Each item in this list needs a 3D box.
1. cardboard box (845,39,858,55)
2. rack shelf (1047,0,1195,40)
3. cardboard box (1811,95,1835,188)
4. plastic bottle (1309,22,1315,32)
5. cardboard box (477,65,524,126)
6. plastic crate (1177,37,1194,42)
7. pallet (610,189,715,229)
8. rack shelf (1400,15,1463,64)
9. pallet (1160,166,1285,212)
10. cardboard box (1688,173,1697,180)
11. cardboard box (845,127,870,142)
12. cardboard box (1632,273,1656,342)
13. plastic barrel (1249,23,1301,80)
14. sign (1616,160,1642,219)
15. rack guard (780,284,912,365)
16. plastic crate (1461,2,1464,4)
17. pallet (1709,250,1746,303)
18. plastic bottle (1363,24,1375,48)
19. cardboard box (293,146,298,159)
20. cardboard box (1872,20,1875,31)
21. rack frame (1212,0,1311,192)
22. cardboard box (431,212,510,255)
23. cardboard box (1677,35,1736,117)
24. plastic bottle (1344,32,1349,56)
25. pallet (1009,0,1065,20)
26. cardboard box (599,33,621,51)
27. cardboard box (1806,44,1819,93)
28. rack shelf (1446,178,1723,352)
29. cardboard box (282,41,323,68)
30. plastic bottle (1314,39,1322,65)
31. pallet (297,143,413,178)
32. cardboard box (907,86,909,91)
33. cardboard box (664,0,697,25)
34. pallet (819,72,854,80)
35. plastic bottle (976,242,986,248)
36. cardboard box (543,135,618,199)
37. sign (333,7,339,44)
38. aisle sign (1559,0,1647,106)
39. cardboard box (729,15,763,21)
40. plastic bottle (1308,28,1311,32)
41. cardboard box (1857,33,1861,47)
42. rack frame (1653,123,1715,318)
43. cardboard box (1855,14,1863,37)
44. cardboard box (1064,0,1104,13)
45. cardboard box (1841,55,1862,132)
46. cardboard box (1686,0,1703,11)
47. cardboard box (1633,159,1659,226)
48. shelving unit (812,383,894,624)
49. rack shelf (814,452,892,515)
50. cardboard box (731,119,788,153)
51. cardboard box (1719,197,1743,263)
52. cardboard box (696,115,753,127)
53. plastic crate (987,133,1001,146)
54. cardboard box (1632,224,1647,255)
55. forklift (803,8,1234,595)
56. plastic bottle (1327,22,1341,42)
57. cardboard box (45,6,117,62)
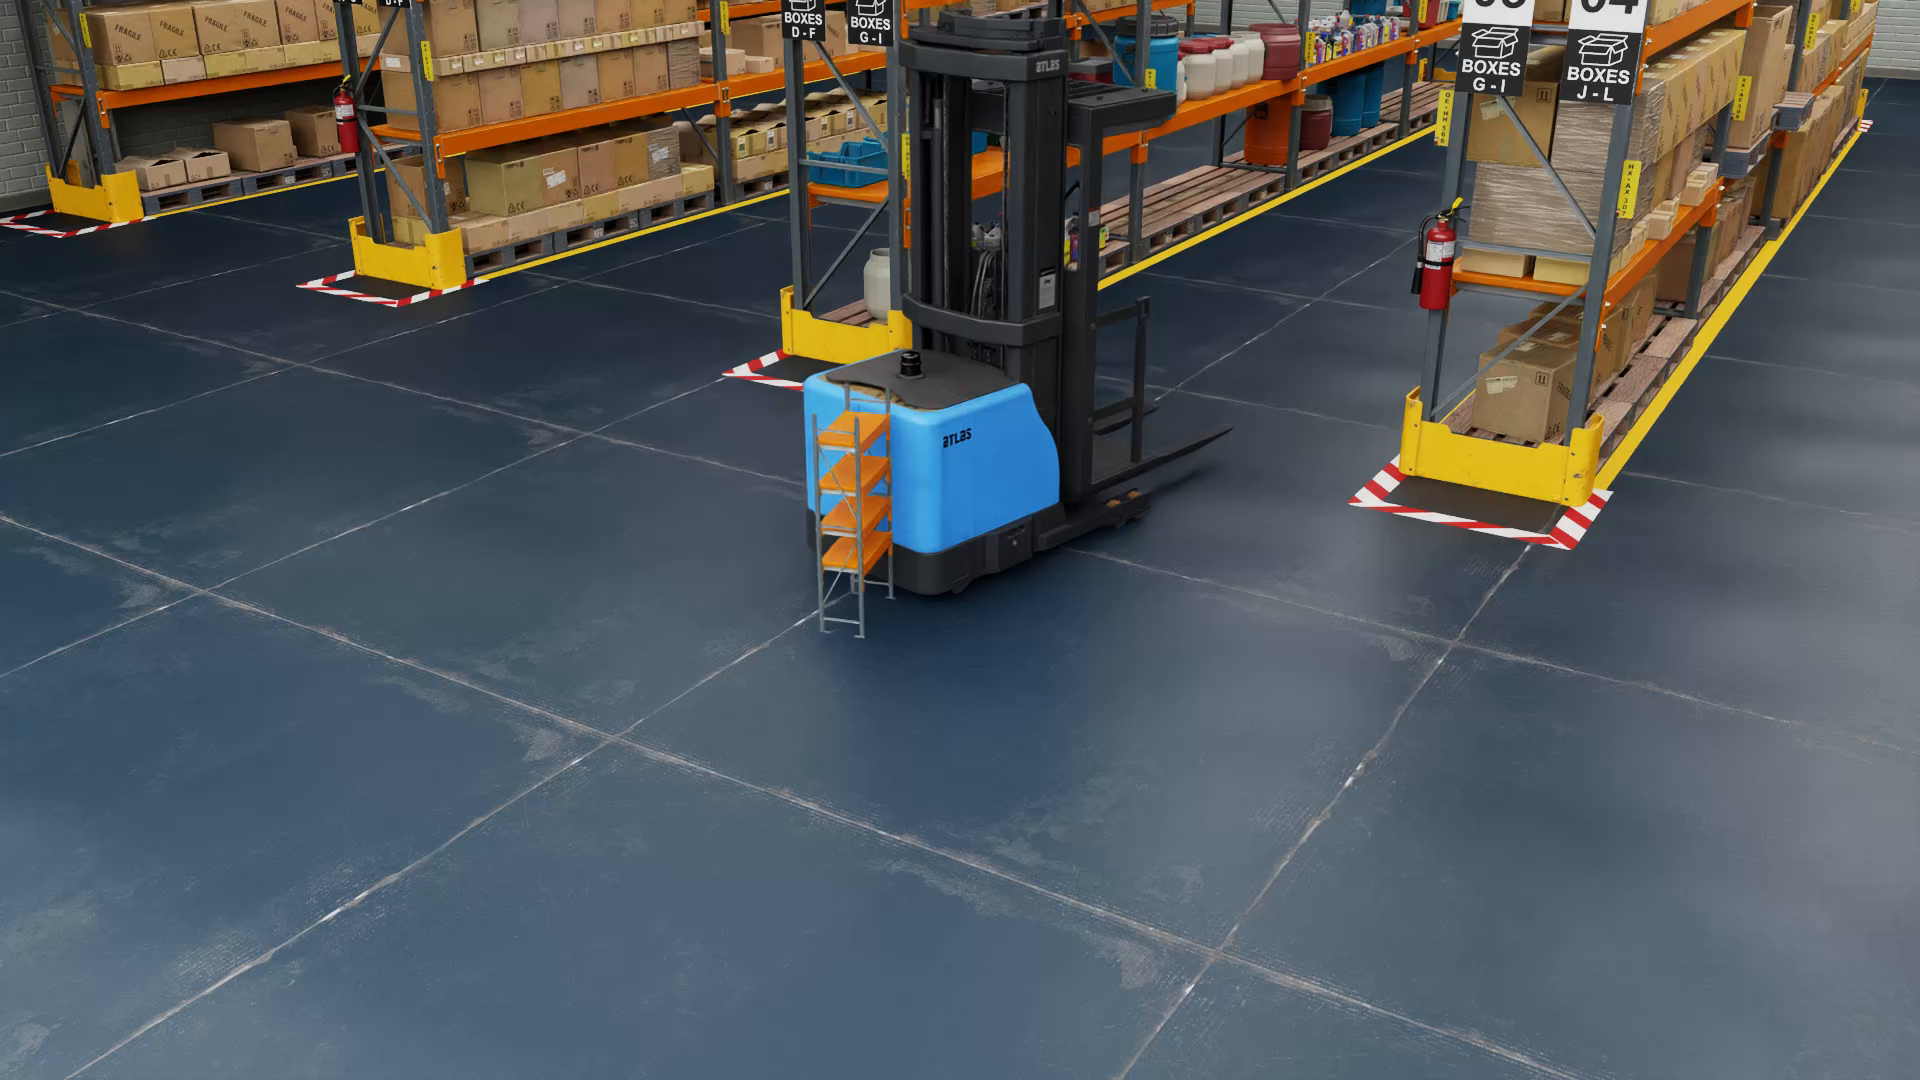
[{"bbox_3d":[-1.453,-5.945,20.023,0.380,0.149,0.250,16,28,33],"label":"cardboard box"},{"bbox_3d":[2.336,-8.197,25.815,1.077,0.370,4.000,14,27,29],"label":"rack shelf"},{"bbox_3d":[8.904,-4.471,18.448,1.225,0.875,0.875,13,27,27],"label":"cardboard box"},{"bbox_3d":[4.309,-6.289,20.658,0.152,0.276,0.135,14,27,29],"label":"plastic bottle"},{"bbox_3d":[-4.518,-4.181,15.507,0.700,0.500,0.500,15,27,30],"label":"cardboard box"},{"bbox_3d":[2.265,-5.011,17.469,0.402,0.464,0.583,14,27,29],"label":"plastic crate"},{"bbox_3d":[-3.394,-3.613,17.830,1.003,0.211,1.213,14,27,29],"label":"pallet"},{"bbox_3d":[6.543,-7.158,23.415,1.077,0.370,4.000,14,27,29],"label":"rack shelf"},{"bbox_3d":[2.936,-3.930,18.563,1.003,0.211,1.213,14,27,29],"label":"pallet"},{"bbox_3d":[5.289,-2.671,12.461,0.380,0.149,0.250,14,27,29],"label":"cardboard box"},{"bbox_3d":[-1.436,-4.861,20.135,0.500,0.250,0.500,15,27,30],"label":"cardboard box"},{"bbox_3d":[4.935,-1.799,12.748,0.500,0.500,0.500,-18,29,-36],"label":"cardboard box"},{"bbox_3d":[3.390,-5.305,18.058,0.600,0.536,0.708,14,27,29],"label":"plastic barrel"},{"bbox_3d":[3.827,-2.009,9.524,0.100,0.325,0.005,14,27,29],"label":"sign"},{"bbox_3d":[-0.842,-1.651,12.935,1.175,0.500,0.348,14,27,29],"label":"rack guard"},{"bbox_3d":[7.156,-7.662,23.929,0.396,0.136,0.243,14,27,29],"label":"plastic crate"},{"bbox_3d":[6.528,-2.472,15.194,1.003,0.211,1.213,14,27,29],"label":"pallet"},{"bbox_3d":[5.025,-6.216,20.490,0.152,0.276,0.135,14,27,29],"label":"plastic bottle"},{"bbox_3d":[-8.010,-4.547,19.513,0.380,0.149,0.250,12,26,25],"label":"cardboard box"},{"bbox_3d":[11.897,-6.821,22.046,0.380,0.149,0.250,14,27,30],"label":"cardboard box"},{"bbox_3d":[3.378,-5.463,18.594,1.000,3.000,0.127,14,27,29],"label":"rack frame"},{"bbox_3d":[-4.577,-2.868,15.531,0.500,0.250,0.500,14,27,29],"label":"cardboard box"},{"bbox_3d":[5.209,-3.338,11.925,0.500,0.500,0.500,14,27,29],"label":"cardboard box"},{"bbox_3d":[4.574,-5.905,19.778,0.097,0.271,0.097,0,23,0],"label":"plastic bottle"},{"bbox_3d":[0.767,-7.517,23.581,1.003,0.211,1.213,14,27,29],"label":"pallet"},{"bbox_3d":[-3.571,-4.931,16.422,0.380,0.149,0.250,15,27,30],"label":"cardboard box"},{"bbox_3d":[8.343,-4.753,16.827,0.500,0.500,0.500,13,27,28],"label":"cardboard box"},{"bbox_3d":[4.421,-2.070,11.661,1.077,0.370,4.000,14,27,29],"label":"rack shelf"},{"bbox_3d":[-7.663,-5.567,18.997,0.500,0.250,0.500,14,27,29],"label":"cardboard box"},{"bbox_3d":[4.093,-5.589,19.032,0.061,0.283,0.133,14,27,29],"label":"plastic bottle"},{"bbox_3d":[-7.473,-4.675,20.284,1.003,0.211,1.213,14,27,29],"label":"pallet"},{"bbox_3d":[-0.346,-5.651,21.620,0.500,0.500,0.500,15,28,31],"label":"cardboard box"},{"bbox_3d":[-3.167,-5.642,17.249,0.700,0.500,0.500,14,27,29],"label":"cardboard box"},{"bbox_3d":[-2.461,-7.850,27.617,1.003,0.211,1.213,14,27,29],"label":"pallet"},{"bbox_3d":[0.193,-2.565,14.867,0.097,0.201,0.097,0,23,0],"label":"plastic bottle"},{"bbox_3d":[-3.783,-3.717,16.550,0.500,0.500,0.500,14,27,29],"label":"cardboard box"},{"bbox_3d":[-5.502,-4.561,14.754,0.100,0.325,0.005,14,27,29],"label":"sign"},{"bbox_3d":[3.588,-2.834,9.249,0.394,0.787,0.004,14,27,29],"label":"aisle sign"},{"bbox_3d":[-3.161,-7.849,26.282,0.750,0.750,0.750,14,27,30],"label":"cardboard box"},{"bbox_3d":[4.244,-6.158,20.360,0.097,0.271,0.097,0,23,0],"label":"plastic bottle"},{"bbox_3d":[10.955,-6.216,20.650,0.380,0.149,0.250,13,27,27],"label":"cardboard box"},{"bbox_3d":[5.478,-3.074,13.076,0.949,2.616,0.053,14,27,29],"label":"rack frame"},{"bbox_3d":[10.701,-6.289,20.317,0.500,0.250,0.500,15,27,30],"label":"cardboard box"},{"bbox_3d":[1.782,-8.013,24.359,0.500,0.500,0.500,15,27,30],"label":"cardboard box"},{"bbox_3d":[11.056,-5.803,21.525,0.875,0.875,0.875,14,27,29],"label":"cardboard box"},{"bbox_3d":[4.371,-3.483,10.433,0.500,0.250,0.500,14,27,29],"label":"cardboard box"},{"bbox_3d":[4.141,-2.441,11.112,0.875,0.500,0.500,14,27,29],"label":"cardboard box"},{"bbox_3d":[-0.544,-0.153,8.593,0.258,1.200,0.499,6,24,14],"label":"shelving unit"},{"bbox_3d":[-0.544,-0.296,8.529,0.258,0.148,0.480,6,24,14],"label":"rack shelf"},{"bbox_3d":[-2.240,-4.596,18.817,0.500,0.311,0.500,14,27,28],"label":"cardboard box"},{"bbox_3d":[6.674,-2.867,15.189,0.700,0.500,0.500,16,28,33],"label":"cardboard box"},{"bbox_3d":[-2.699,-4.714,19.091,0.500,0.311,0.500,15,27,30],"label":"cardboard box"},{"bbox_3d":[0.312,-3.617,14.596,0.450,0.188,0.662,14,27,29],"label":"plastic crate"},{"bbox_3d":[4.263,-1.989,10.885,0.380,0.149,0.250,14,27,29],"label":"cardboard box"},{"bbox_3d":[9.443,-0.913,8.169,16.207,2.935,13.132,21,31,40],"label":"forklift"},{"bbox_3d":[4.499,-6.026,19.957,0.144,0.351,0.185,14,27,29],"label":"plastic bottle"},{"bbox_3d":[-9.191,-5.327,17.500,0.500,0.500,0.500,14,27,28],"label":"cardboard box"}]
